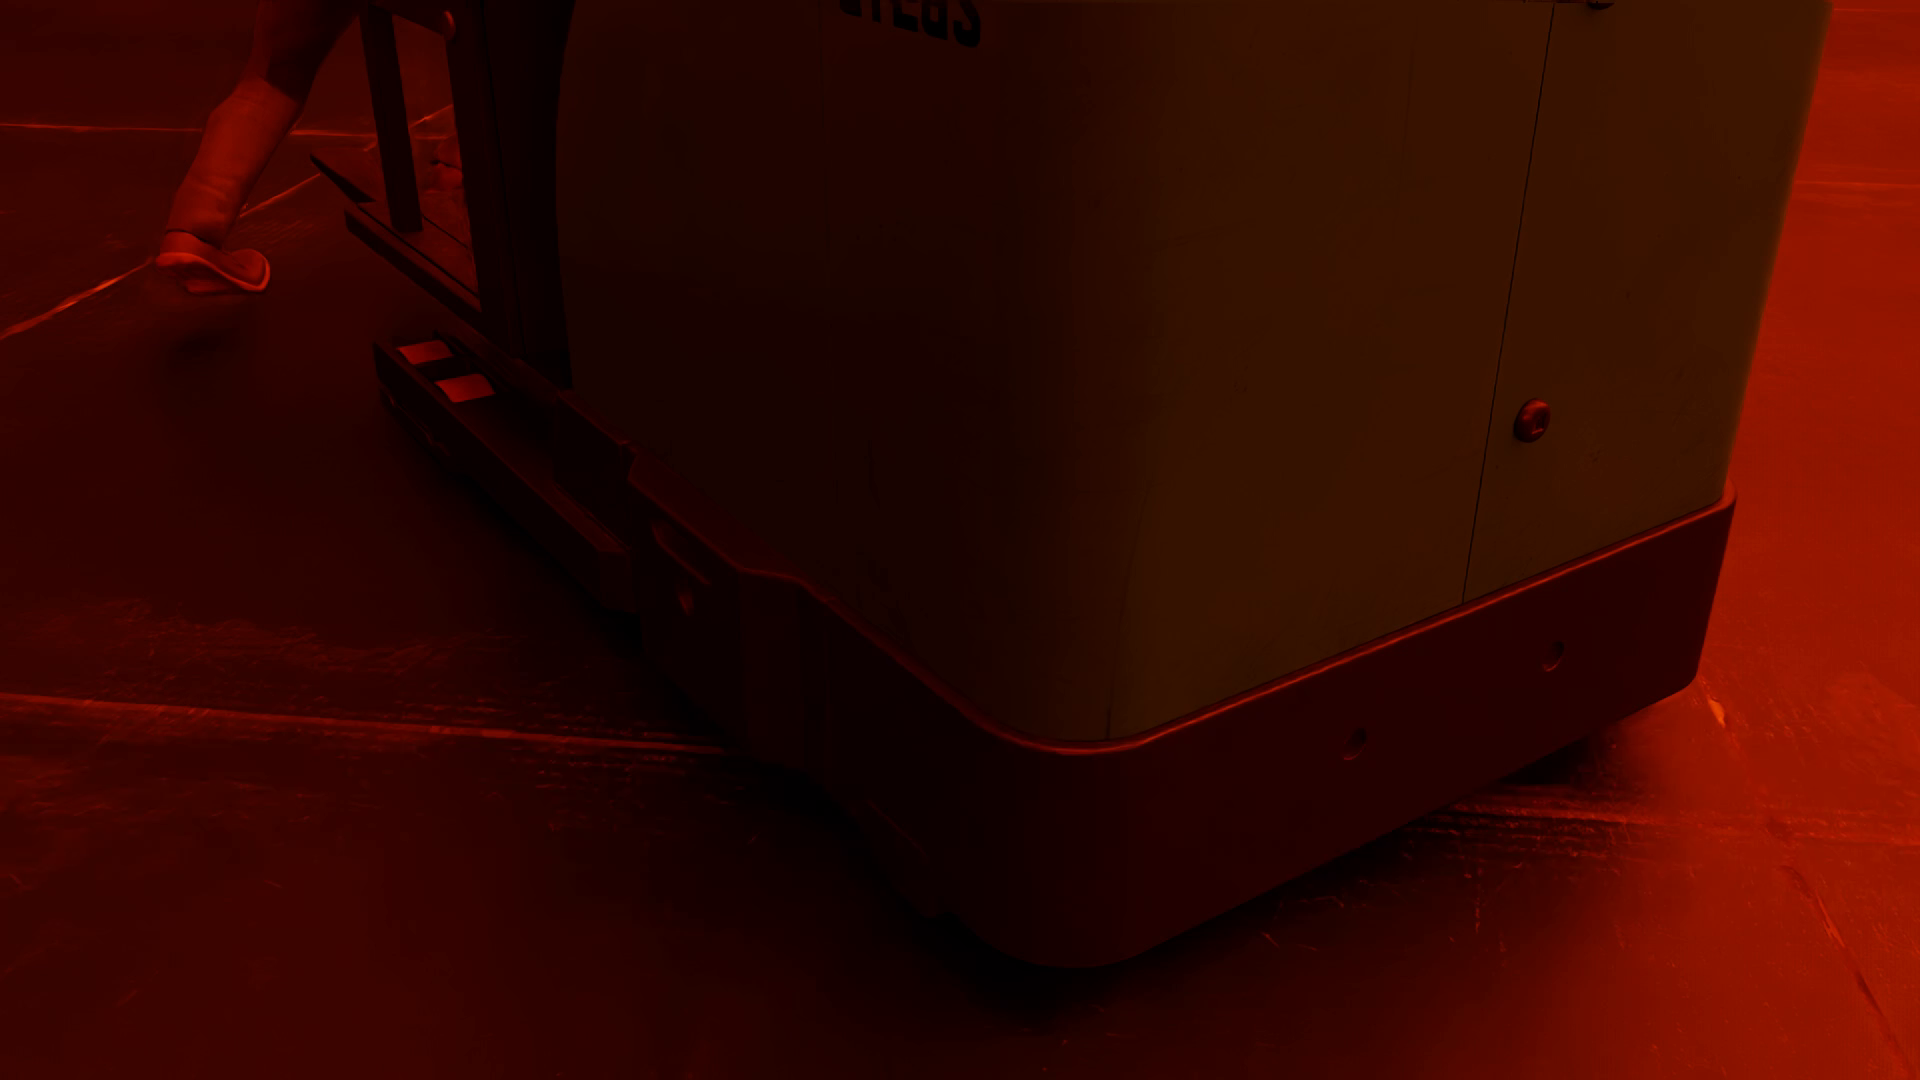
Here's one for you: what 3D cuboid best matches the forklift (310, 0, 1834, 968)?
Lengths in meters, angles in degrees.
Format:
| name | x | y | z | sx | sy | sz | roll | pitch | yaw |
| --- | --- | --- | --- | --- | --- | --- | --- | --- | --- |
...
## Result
| name | x | y | z | sx | sy | sz | roll | pitch | yaw |
| --- | --- | --- | --- | --- | --- | --- | --- | --- | --- |
| forklift | -0.341 | -1.521 | 2.266 | 1.130 | 2.935 | 3.031 | -17 | 31 | -30 |

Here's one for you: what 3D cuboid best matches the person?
| name | x | y | z | sx | sy | sz | roll | pitch | yaw |
| --- | --- | --- | --- | --- | --- | --- | --- | --- | --- |
| person | -1.013 | -1.166 | 3.156 | 0.993 | 1.384 | 0.751 | 4 | 27 | 9 |
